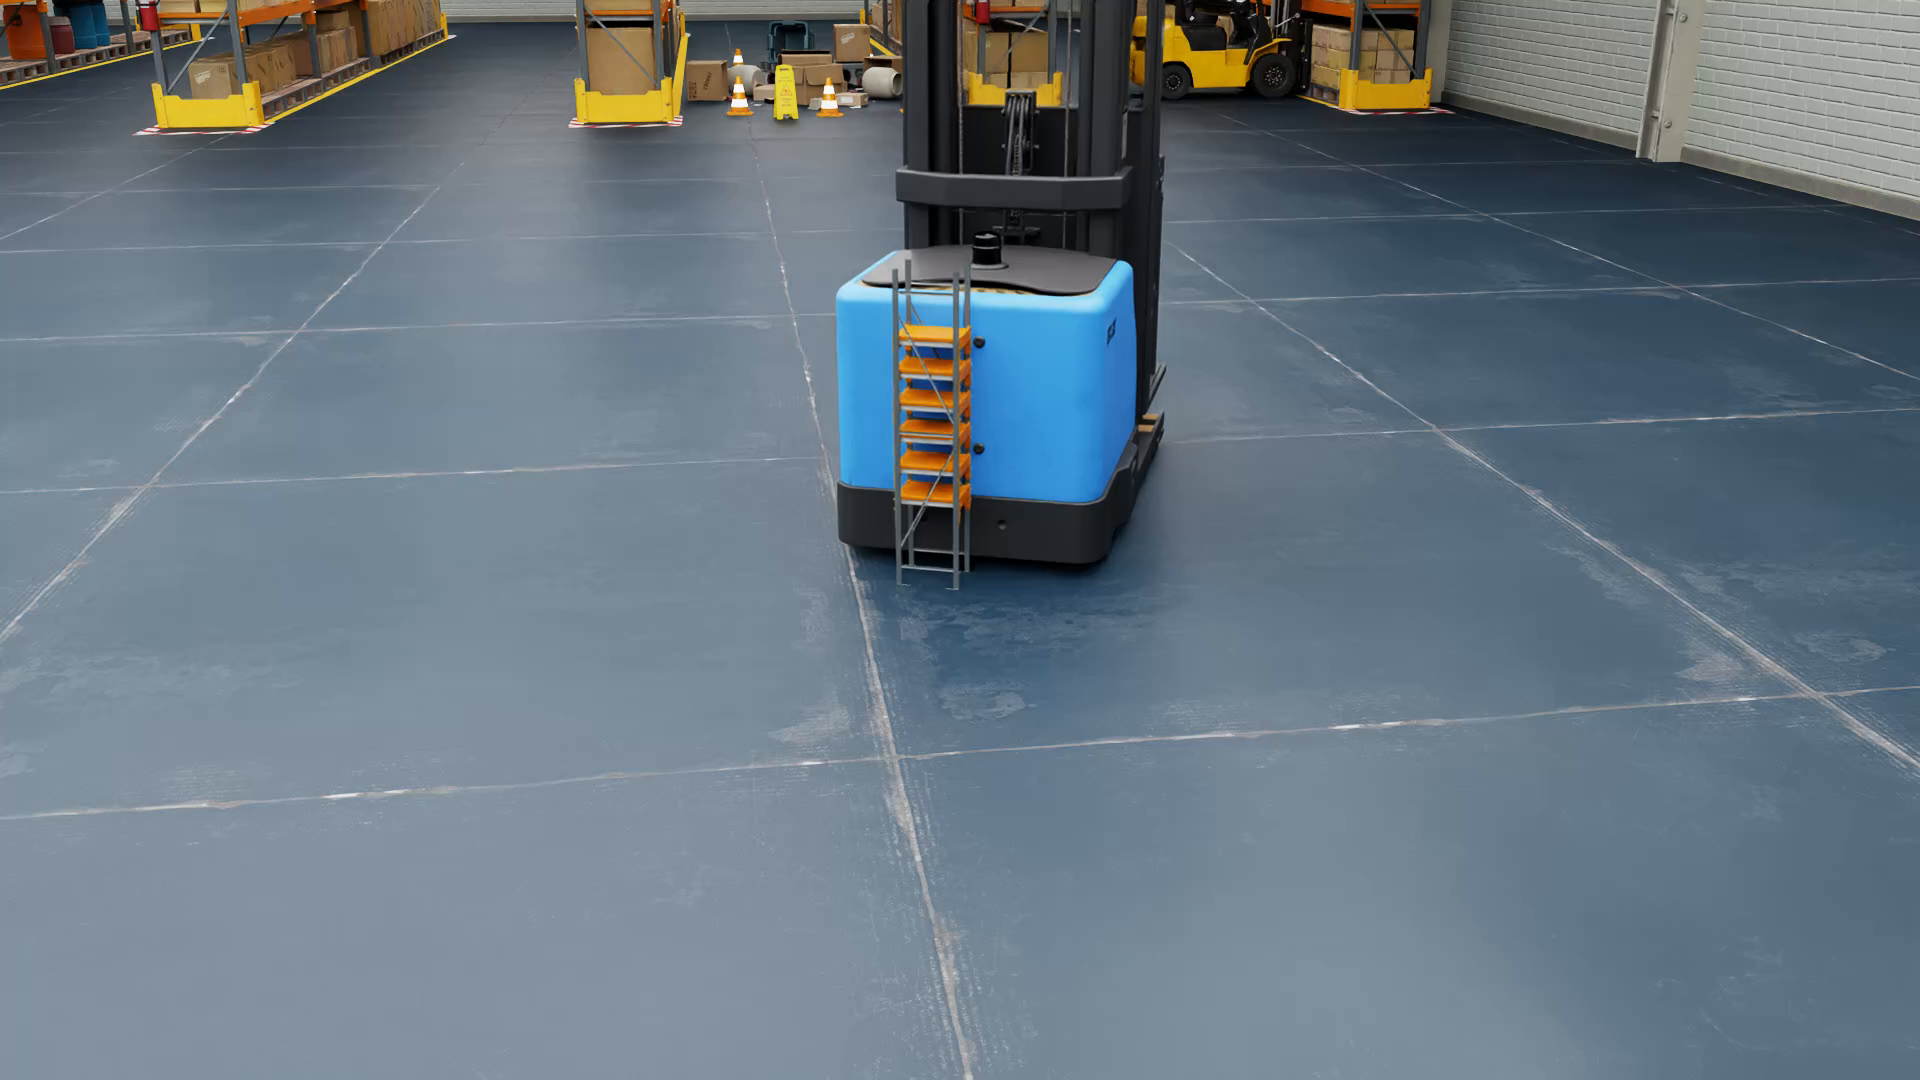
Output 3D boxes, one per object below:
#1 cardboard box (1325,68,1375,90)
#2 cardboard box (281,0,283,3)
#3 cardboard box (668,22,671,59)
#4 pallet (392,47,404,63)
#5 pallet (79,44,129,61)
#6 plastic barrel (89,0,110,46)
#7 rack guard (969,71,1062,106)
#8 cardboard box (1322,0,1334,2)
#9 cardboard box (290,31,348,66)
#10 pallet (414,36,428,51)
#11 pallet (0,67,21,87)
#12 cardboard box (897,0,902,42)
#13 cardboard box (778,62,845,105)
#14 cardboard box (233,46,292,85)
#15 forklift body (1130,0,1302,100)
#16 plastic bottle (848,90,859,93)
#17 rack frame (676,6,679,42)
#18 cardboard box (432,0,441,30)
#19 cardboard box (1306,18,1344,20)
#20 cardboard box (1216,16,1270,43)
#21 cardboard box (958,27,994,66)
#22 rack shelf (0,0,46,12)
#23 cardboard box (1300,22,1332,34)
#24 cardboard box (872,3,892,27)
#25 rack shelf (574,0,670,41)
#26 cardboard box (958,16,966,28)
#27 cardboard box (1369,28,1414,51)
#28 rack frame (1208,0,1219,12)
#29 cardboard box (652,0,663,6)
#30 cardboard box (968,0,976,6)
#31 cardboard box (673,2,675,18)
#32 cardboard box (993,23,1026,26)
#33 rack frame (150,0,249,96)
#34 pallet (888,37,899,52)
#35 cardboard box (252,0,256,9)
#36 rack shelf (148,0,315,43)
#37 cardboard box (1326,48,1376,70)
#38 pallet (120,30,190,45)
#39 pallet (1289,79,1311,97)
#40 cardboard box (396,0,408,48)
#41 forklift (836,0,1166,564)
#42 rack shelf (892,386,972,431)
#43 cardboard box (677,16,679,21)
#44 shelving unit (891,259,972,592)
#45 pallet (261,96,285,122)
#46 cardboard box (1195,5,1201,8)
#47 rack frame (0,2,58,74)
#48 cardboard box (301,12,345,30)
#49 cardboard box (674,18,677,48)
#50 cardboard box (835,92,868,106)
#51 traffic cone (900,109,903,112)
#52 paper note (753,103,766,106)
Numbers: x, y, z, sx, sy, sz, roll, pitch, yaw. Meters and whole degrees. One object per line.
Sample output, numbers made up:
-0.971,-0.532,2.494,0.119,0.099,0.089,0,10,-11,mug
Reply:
5.257,-6.226,22.427,0.500,0.250,0.500,-3,21,-7,cardboard box
-9.204,-7.191,22.041,0.380,0.149,0.250,-3,21,-8,cardboard box
-5.183,-8.029,26.540,1.050,0.750,0.750,-3,21,-7,cardboard box
-10.445,-8.580,29.388,1.003,0.211,1.213,-3,21,-8,pallet
-15.642,-8.748,29.837,1.003,0.211,1.213,-3,21,-8,pallet
-15.650,-9.348,29.857,0.600,0.901,0.708,-3,21,-8,plastic barrel
0.715,-5.774,21.461,1.175,0.500,0.348,-3,21,-8,rack guard
5.241,-7.554,22.512,0.500,0.500,0.500,-2,21,-6,cardboard box
-9.936,-7.605,25.735,0.700,0.500,0.500,-1,21,-3,cardboard box
-10.843,-9.534,31.942,1.003,0.211,1.213,-3,21,-8,pallet
-14.889,-6.941,24.998,1.003,0.211,1.213,-3,21,-8,pallet
-0.697,-9.752,30.975,0.875,0.875,0.875,-2,21,-6,cardboard box
-2.033,-6.230,22.676,0.637,0.503,0.797,17,27,39,cardboard box
-9.549,-6.491,22.780,0.500,0.500,0.500,4,21,9,cardboard box
3.559,-7.337,23.287,2.313,2.155,1.214,-3,21,-8,forklift body
-1.521,-6.385,23.725,0.133,0.061,0.283,1,20,2,plastic bottle
-5.888,-10.789,31.315,1.000,3.000,0.127,-3,21,-8,rack frame
-11.216,-10.942,34.162,0.875,0.875,0.875,-3,21,-8,cardboard box
5.411,-7.597,24.669,0.500,0.250,0.500,-3,21,-9,cardboard box
4.760,-8.349,27.576,0.875,0.625,0.625,-4,21,-10,cardboard box
0.208,-6.798,22.889,0.500,0.500,0.500,-3,21,-9,cardboard box
-14.847,-7.909,24.634,1.077,0.370,4.000,-3,21,-8,rack shelf
5.035,-7.217,23.654,0.500,0.250,0.500,-3,21,-9,cardboard box
-1.386,-11.231,35.561,0.875,0.438,0.875,-4,21,-10,cardboard box
-4.446,-6.989,22.171,1.077,0.370,4.000,-3,21,-8,rack shelf
0.164,-7.049,22.632,0.380,0.149,0.250,-2,21,-5,cardboard box
5.755,-6.723,22.330,0.500,0.250,0.500,-3,21,-9,cardboard box
4.484,-9.940,29.043,1.000,3.000,0.127,-3,21,-8,rack frame
-4.314,-7.220,21.545,0.875,0.550,0.550,-3,21,-8,cardboard box
0.314,-7.002,21.534,0.380,0.149,0.250,-3,21,-8,cardboard box
-5.303,-9.379,29.442,0.500,0.250,0.500,-3,21,-7,cardboard box
0.650,-7.019,23.481,0.500,0.500,0.500,-2,21,-5,cardboard box
-9.081,-6.419,19.615,1.000,3.000,0.127,-3,21,-8,rack frame
-0.818,-9.504,31.860,1.003,0.211,1.213,-3,21,-8,pallet
-8.981,-6.672,20.652,0.380,0.149,0.250,-3,21,-8,cardboard box
-9.369,-6.774,21.594,1.077,0.370,4.000,-3,21,-8,rack shelf
5.258,-6.466,22.356,0.500,0.250,0.500,-3,21,-8,cardboard box
-16.208,-10.115,33.496,1.003,0.211,1.213,-3,21,-8,pallet
5.313,-6.548,23.946,1.003,0.211,1.213,-3,21,-8,pallet
-10.569,-9.245,29.618,1.225,0.875,0.875,-4,21,-10,cardboard box
0.353,-1.765,7.253,1.130,2.935,3.031,5,21,12,forklift
-0.101,-0.482,6.075,0.258,0.103,0.180,5,21,12,rack shelf
-5.856,-10.464,33.494,0.380,0.149,0.250,-3,21,-7,cardboard box
-0.101,-0.411,6.101,0.258,1.200,0.189,5,21,12,shelving unit
-9.174,-5.422,20.931,1.003,0.211,1.213,-3,21,-8,pallet
4.557,-9.828,30.788,0.380,0.149,0.250,-3,21,-9,cardboard box
-15.135,-8.939,26.362,1.000,3.000,0.127,-3,21,-8,rack frame
-10.021,-8.161,26.152,0.500,0.250,0.500,-1,20,-2,cardboard box
-5.237,-8.861,29.126,0.500,0.500,0.500,-3,21,-7,cardboard box
-1.462,-5.935,22.393,0.380,0.149,0.250,8,22,20,cardboard box
-0.613,-5.814,21.621,0.336,0.463,0.334,-3,21,-8,traffic cone
-2.698,-5.856,22.355,0.144,0.017,0.142,4,21,11,paper note
